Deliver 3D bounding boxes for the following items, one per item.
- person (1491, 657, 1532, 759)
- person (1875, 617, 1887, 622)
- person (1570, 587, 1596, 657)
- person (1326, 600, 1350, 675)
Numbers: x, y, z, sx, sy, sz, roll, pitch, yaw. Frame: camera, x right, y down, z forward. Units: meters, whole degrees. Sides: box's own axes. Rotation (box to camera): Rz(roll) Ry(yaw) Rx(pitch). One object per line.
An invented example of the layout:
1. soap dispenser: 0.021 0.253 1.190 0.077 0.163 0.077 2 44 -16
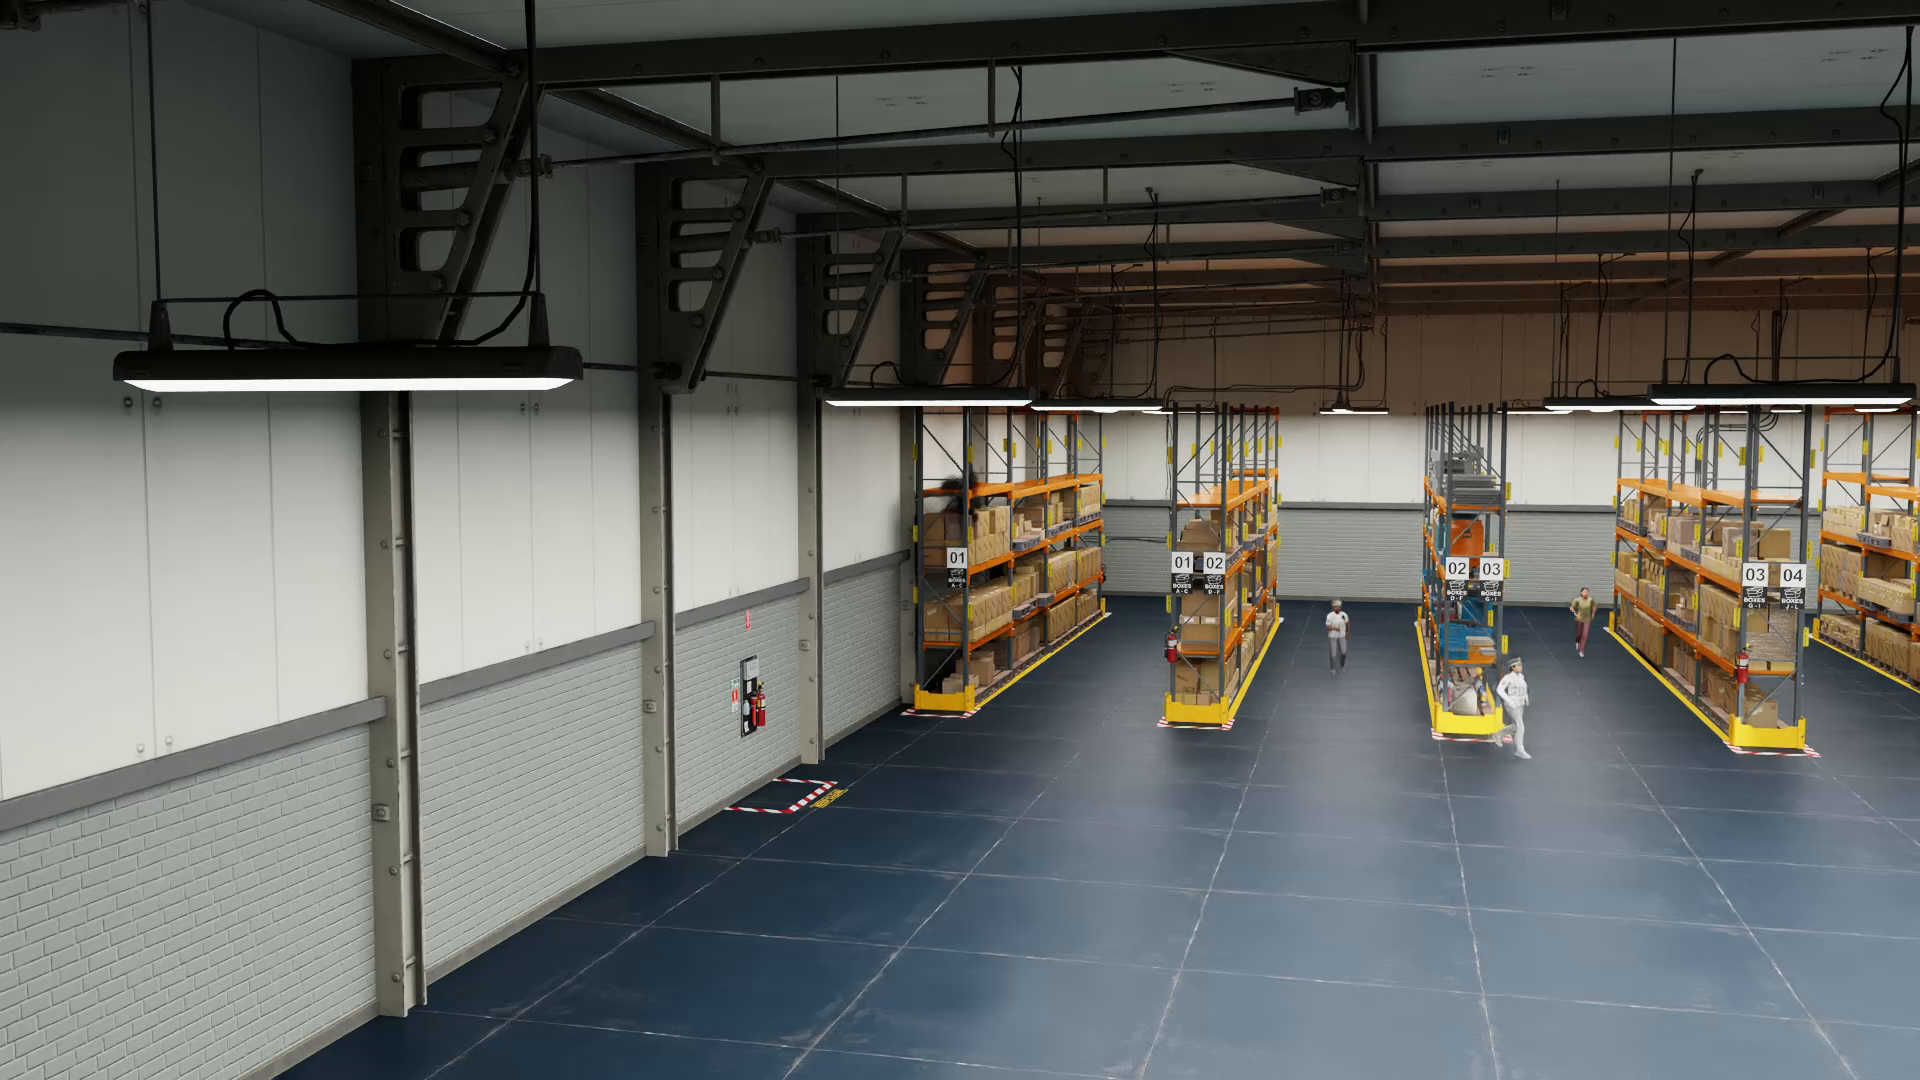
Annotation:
1. person: 9.353 2.820 28.182 0.631 1.692 0.800 -4 5 -40
2. person: 24.082 1.687 43.332 0.740 1.712 0.673 -1 4 -11
3. person: 15.007 1.952 40.052 0.603 1.658 0.884 1 4 11
4. person: 8.373 2.160 36.778 0.569 1.673 0.655 0 4 2
